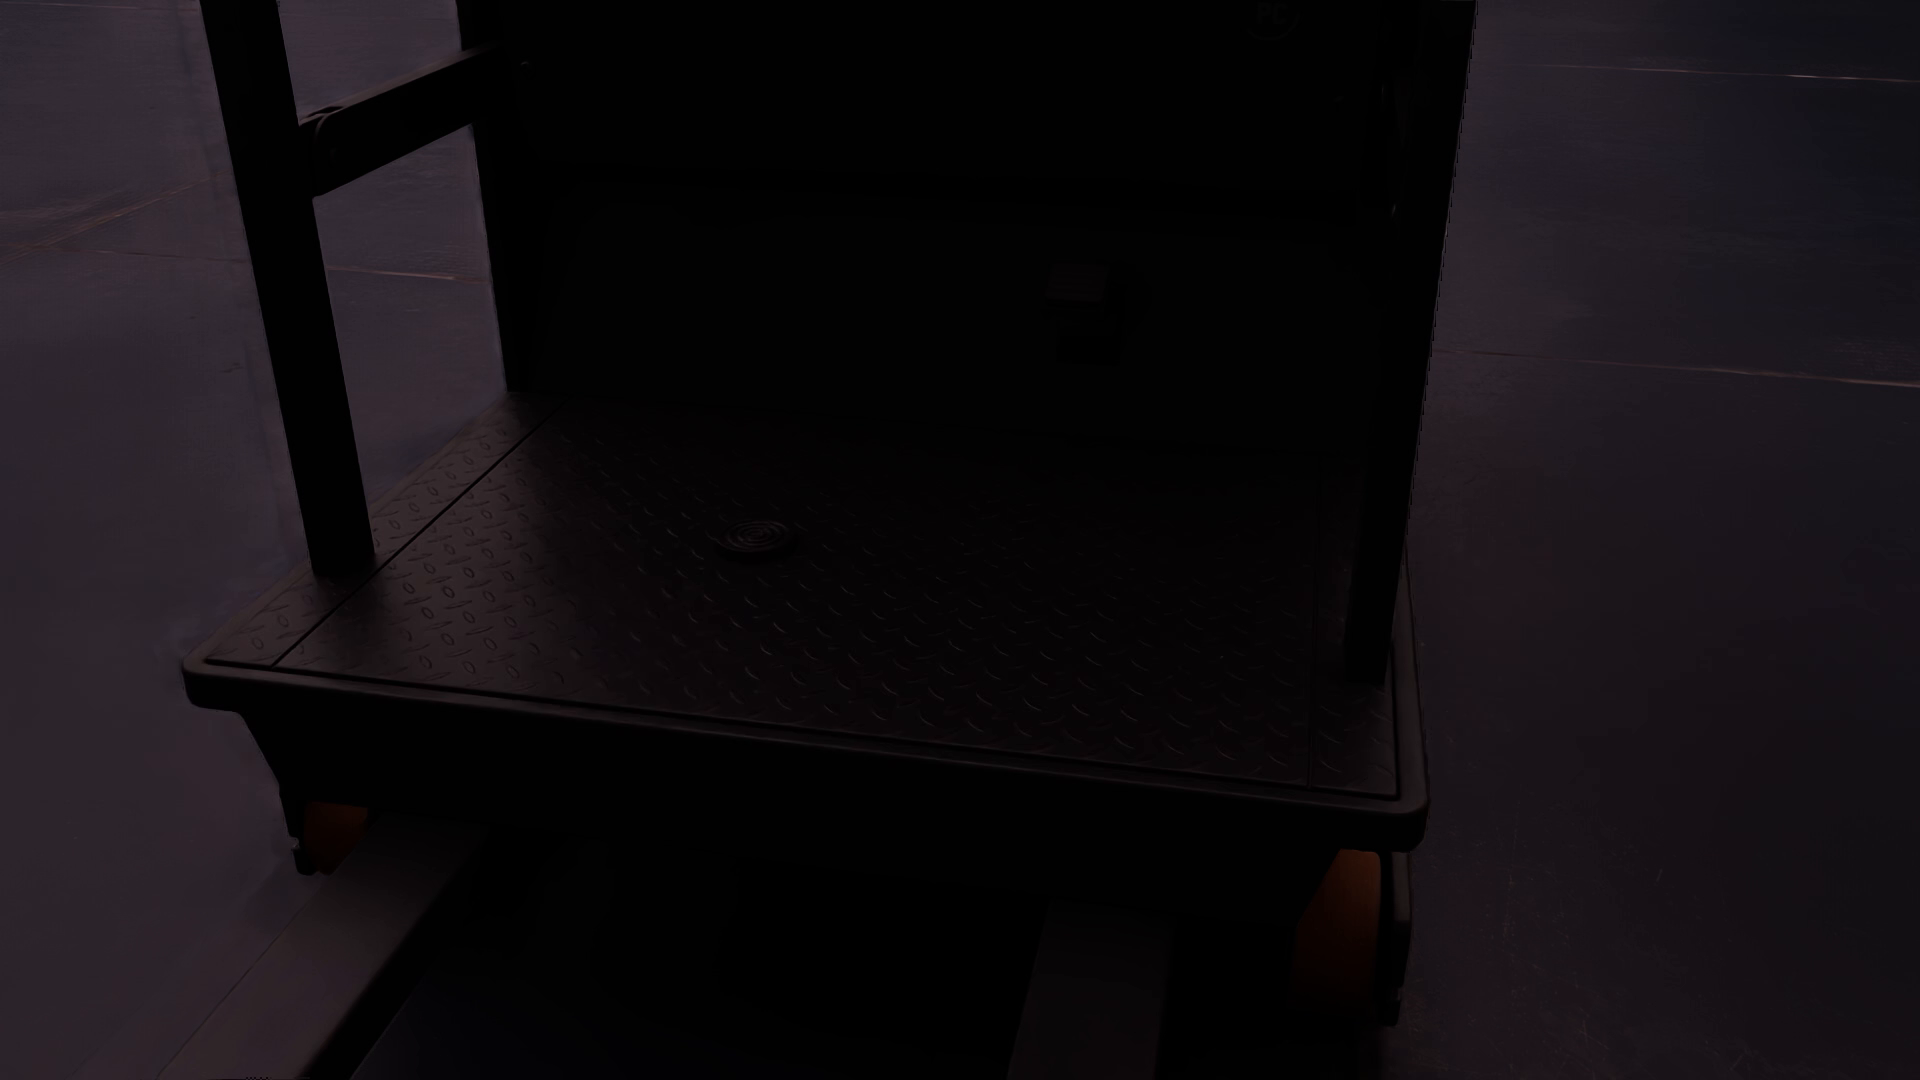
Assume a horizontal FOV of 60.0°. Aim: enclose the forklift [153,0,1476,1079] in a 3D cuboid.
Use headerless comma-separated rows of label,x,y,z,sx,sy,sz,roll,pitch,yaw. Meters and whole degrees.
forklift,-0.075,-1.034,1.296,1.130,2.935,3.031,5,27,10
